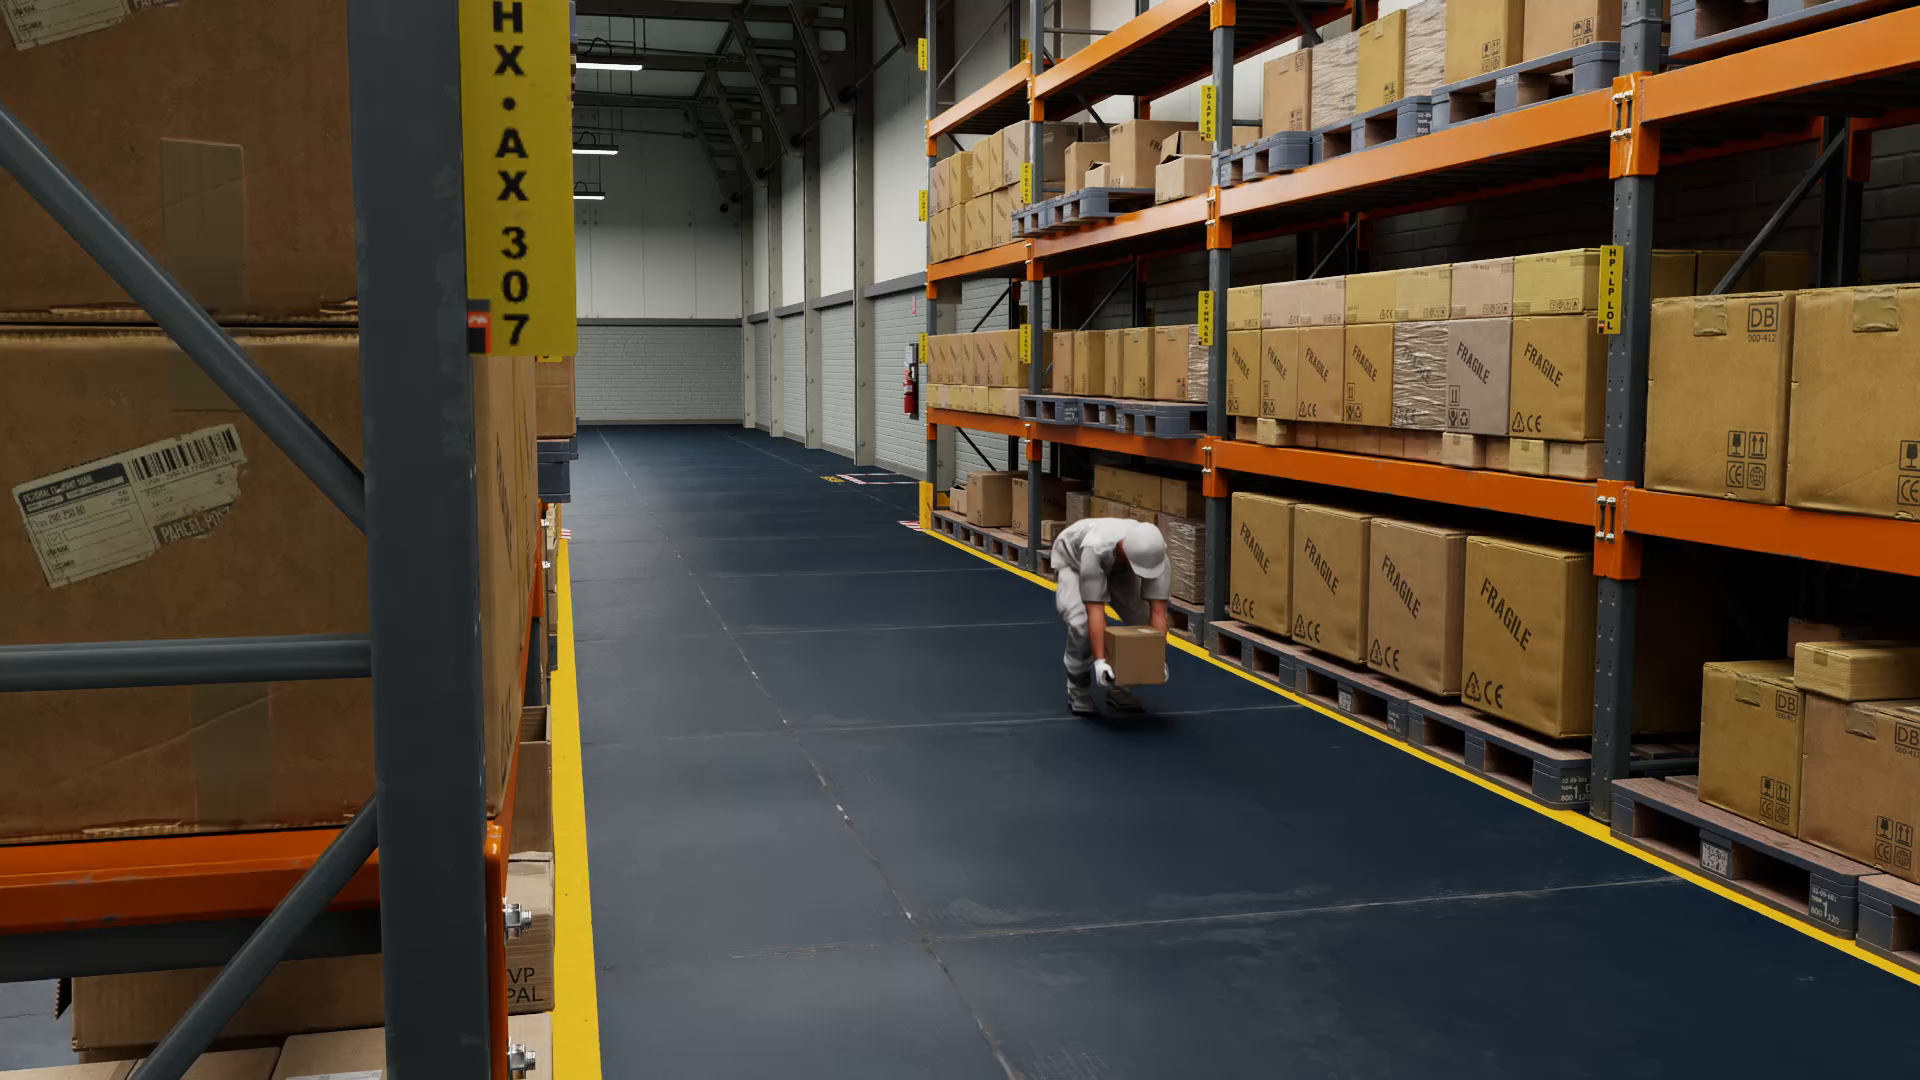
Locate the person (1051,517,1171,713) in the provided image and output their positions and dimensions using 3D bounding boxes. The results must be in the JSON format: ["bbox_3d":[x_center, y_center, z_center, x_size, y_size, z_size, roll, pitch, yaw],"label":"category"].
[{"bbox_3d":[0.774,0.382,8.357,0.529,1.011,0.958,-2,6,-16],"label":"person"}]
